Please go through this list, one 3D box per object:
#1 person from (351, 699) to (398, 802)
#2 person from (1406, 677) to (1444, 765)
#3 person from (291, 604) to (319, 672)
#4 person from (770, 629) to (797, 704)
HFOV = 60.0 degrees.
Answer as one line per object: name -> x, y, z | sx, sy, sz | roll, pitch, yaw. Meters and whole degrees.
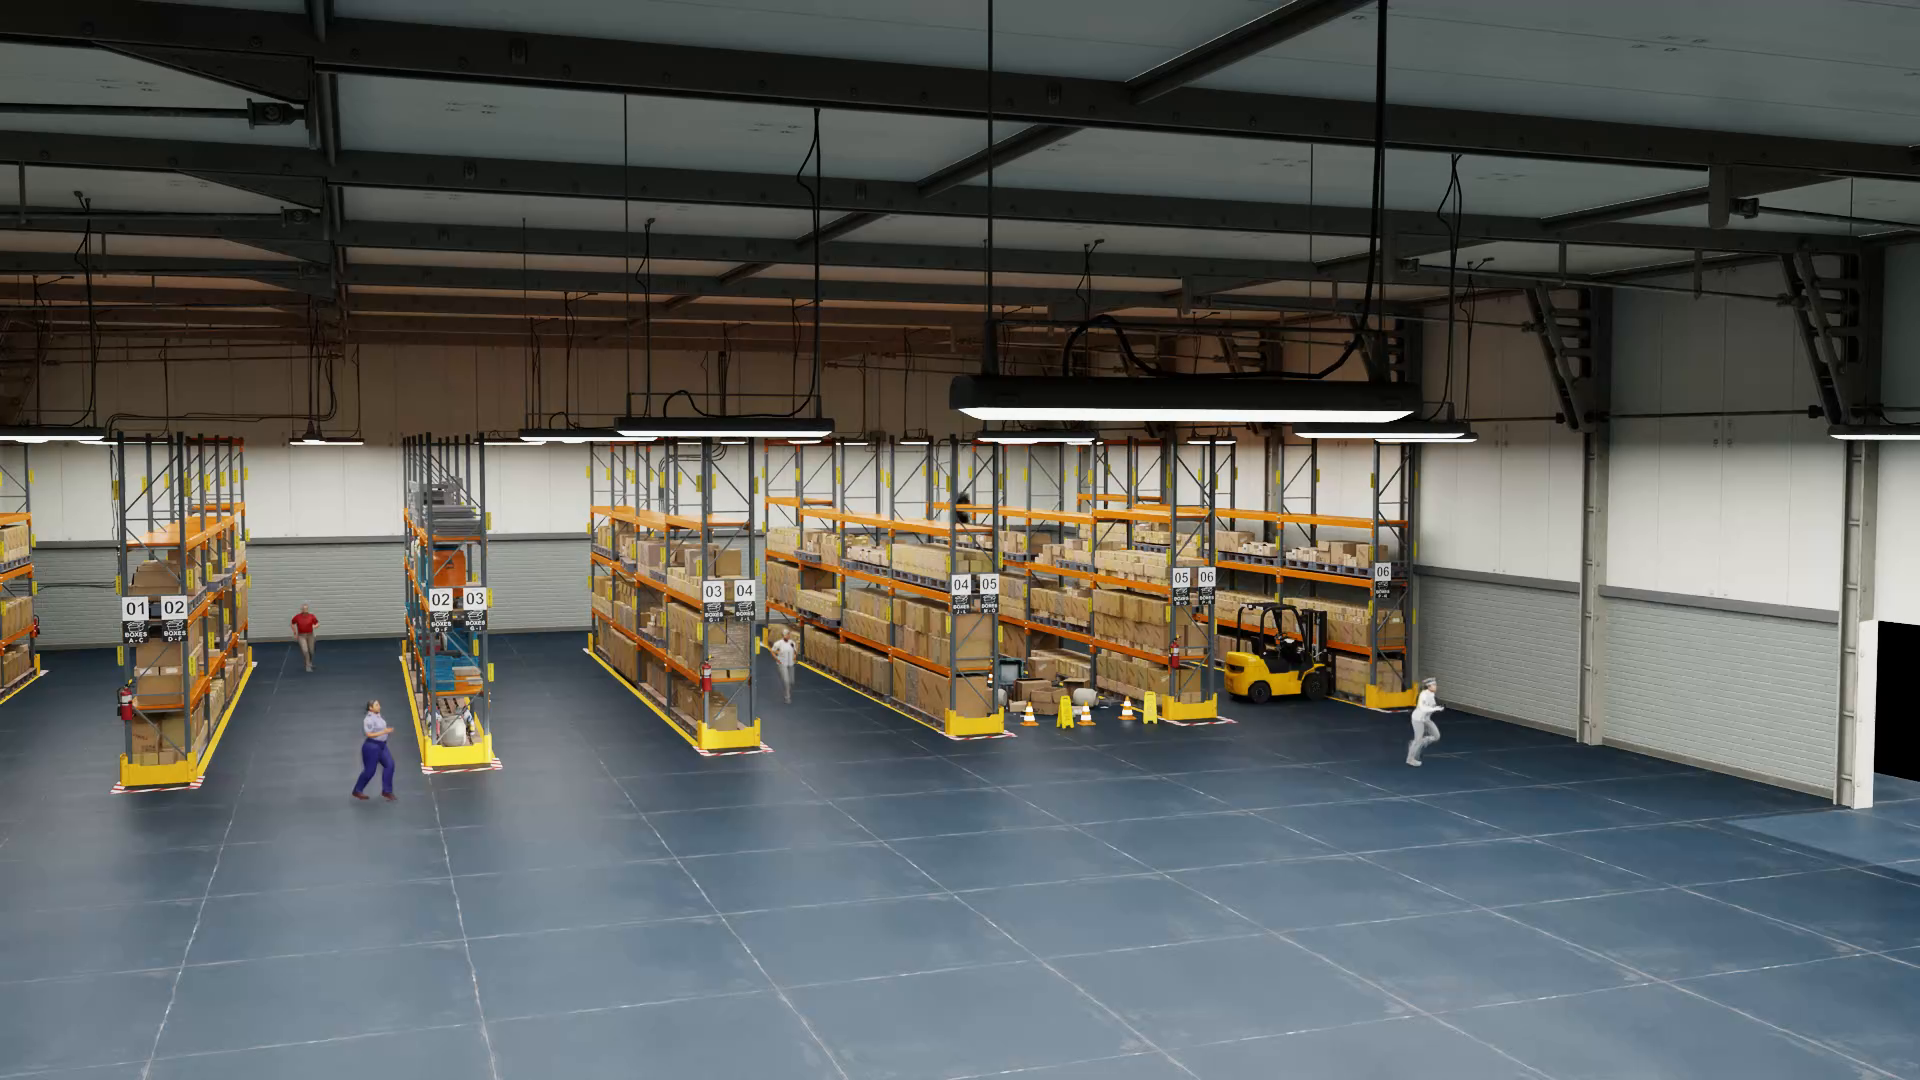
person -> -9.457, 3.420, 26.841 | 0.722, 1.678, 0.587 | 0, 3, 5
person -> 8.354, 3.250, 29.814 | 0.729, 1.613, 0.602 | 3, 4, 42
person -> -16.812, 2.521, 42.713 | 0.659, 1.746, 0.888 | -2, 4, -29
person -> -3.959, 2.829, 37.510 | 0.616, 1.653, 0.669 | -2, 4, -30
